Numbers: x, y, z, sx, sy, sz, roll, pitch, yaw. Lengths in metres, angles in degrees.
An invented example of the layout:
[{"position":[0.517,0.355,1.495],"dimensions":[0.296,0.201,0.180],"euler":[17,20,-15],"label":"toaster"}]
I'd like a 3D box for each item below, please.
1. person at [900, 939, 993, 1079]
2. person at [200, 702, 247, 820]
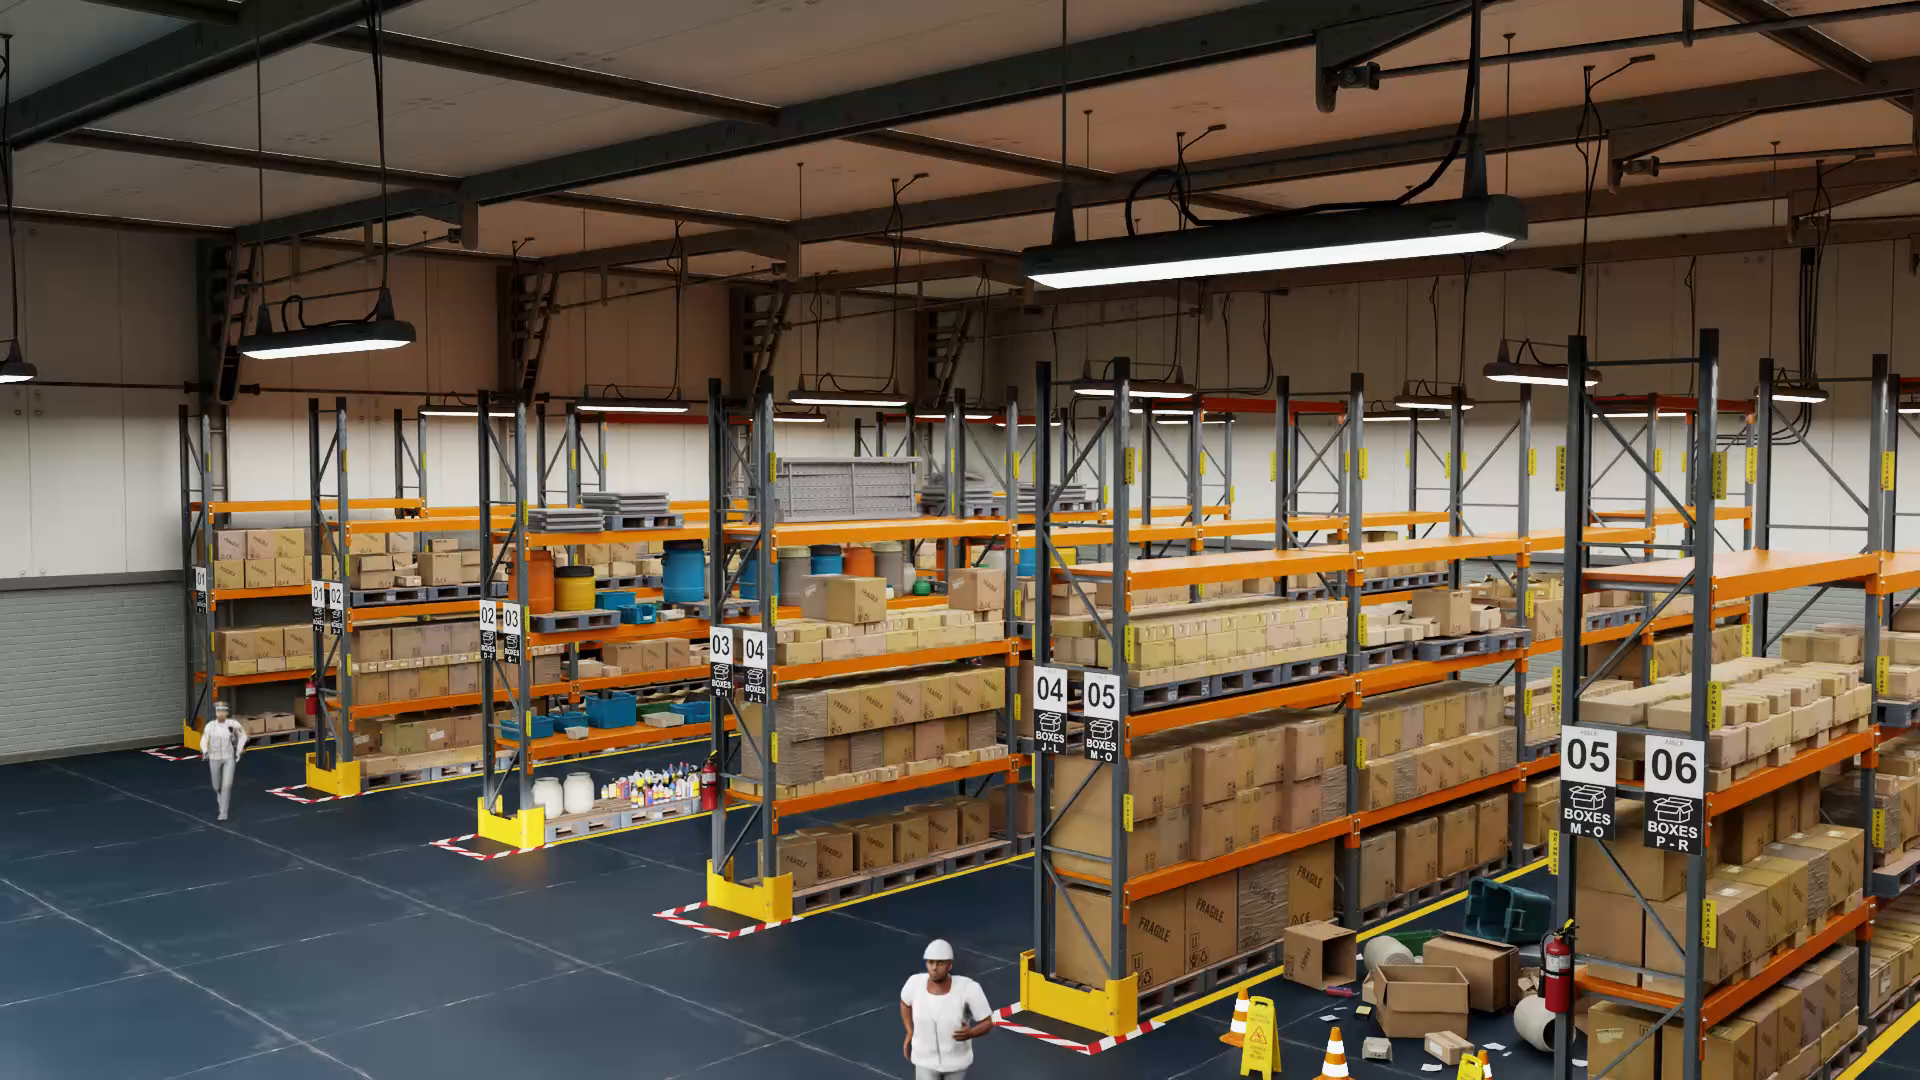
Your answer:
[{"position":[-0.101,3.669,11.593],"dimensions":[0.671,1.811,0.861],"euler":[0,3,2],"label":"person"},{"position":[-10.444,3.097,23.601],"dimensions":[0.605,1.653,0.782],"euler":[-1,3,-17],"label":"person"}]
